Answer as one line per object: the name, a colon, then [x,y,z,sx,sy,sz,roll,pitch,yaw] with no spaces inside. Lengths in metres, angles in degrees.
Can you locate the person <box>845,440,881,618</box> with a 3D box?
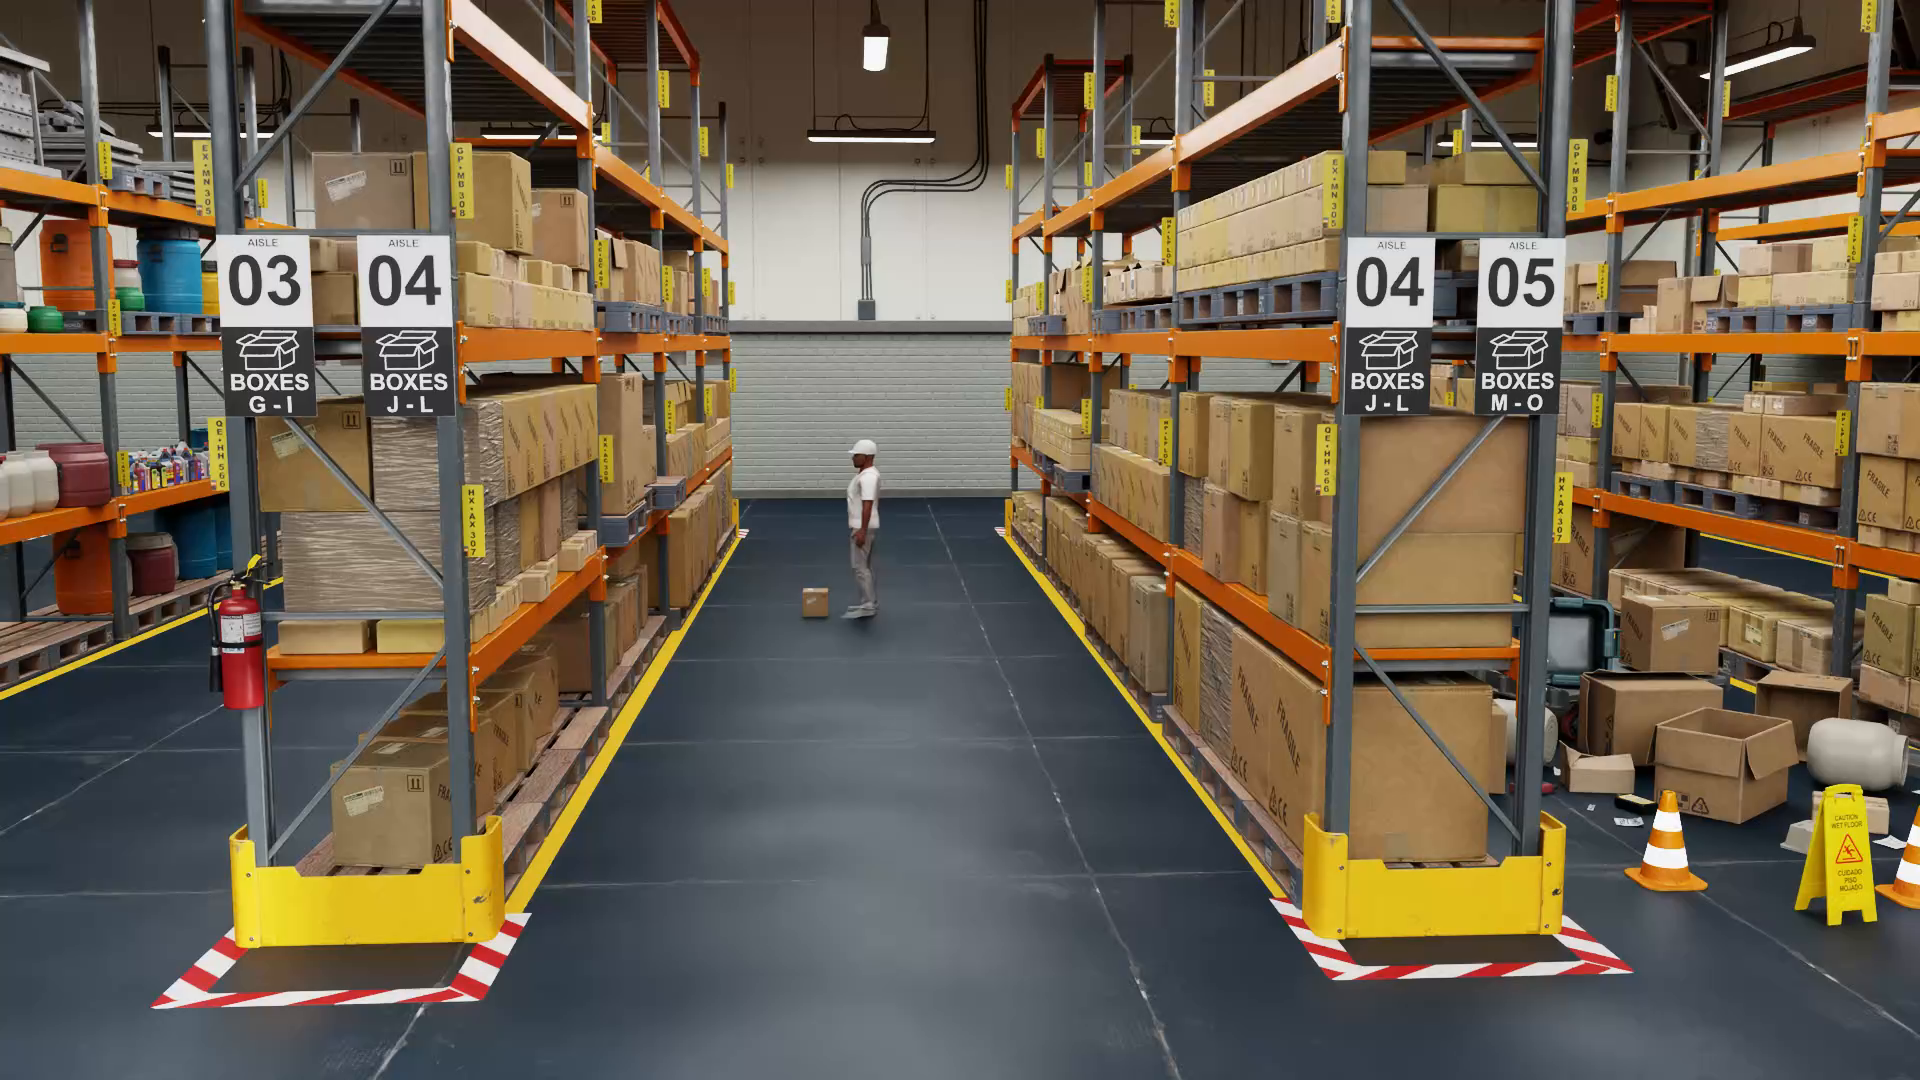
person: [-0.973,-0.120,16.682,0.370,1.764,0.564,0,7,-3]
